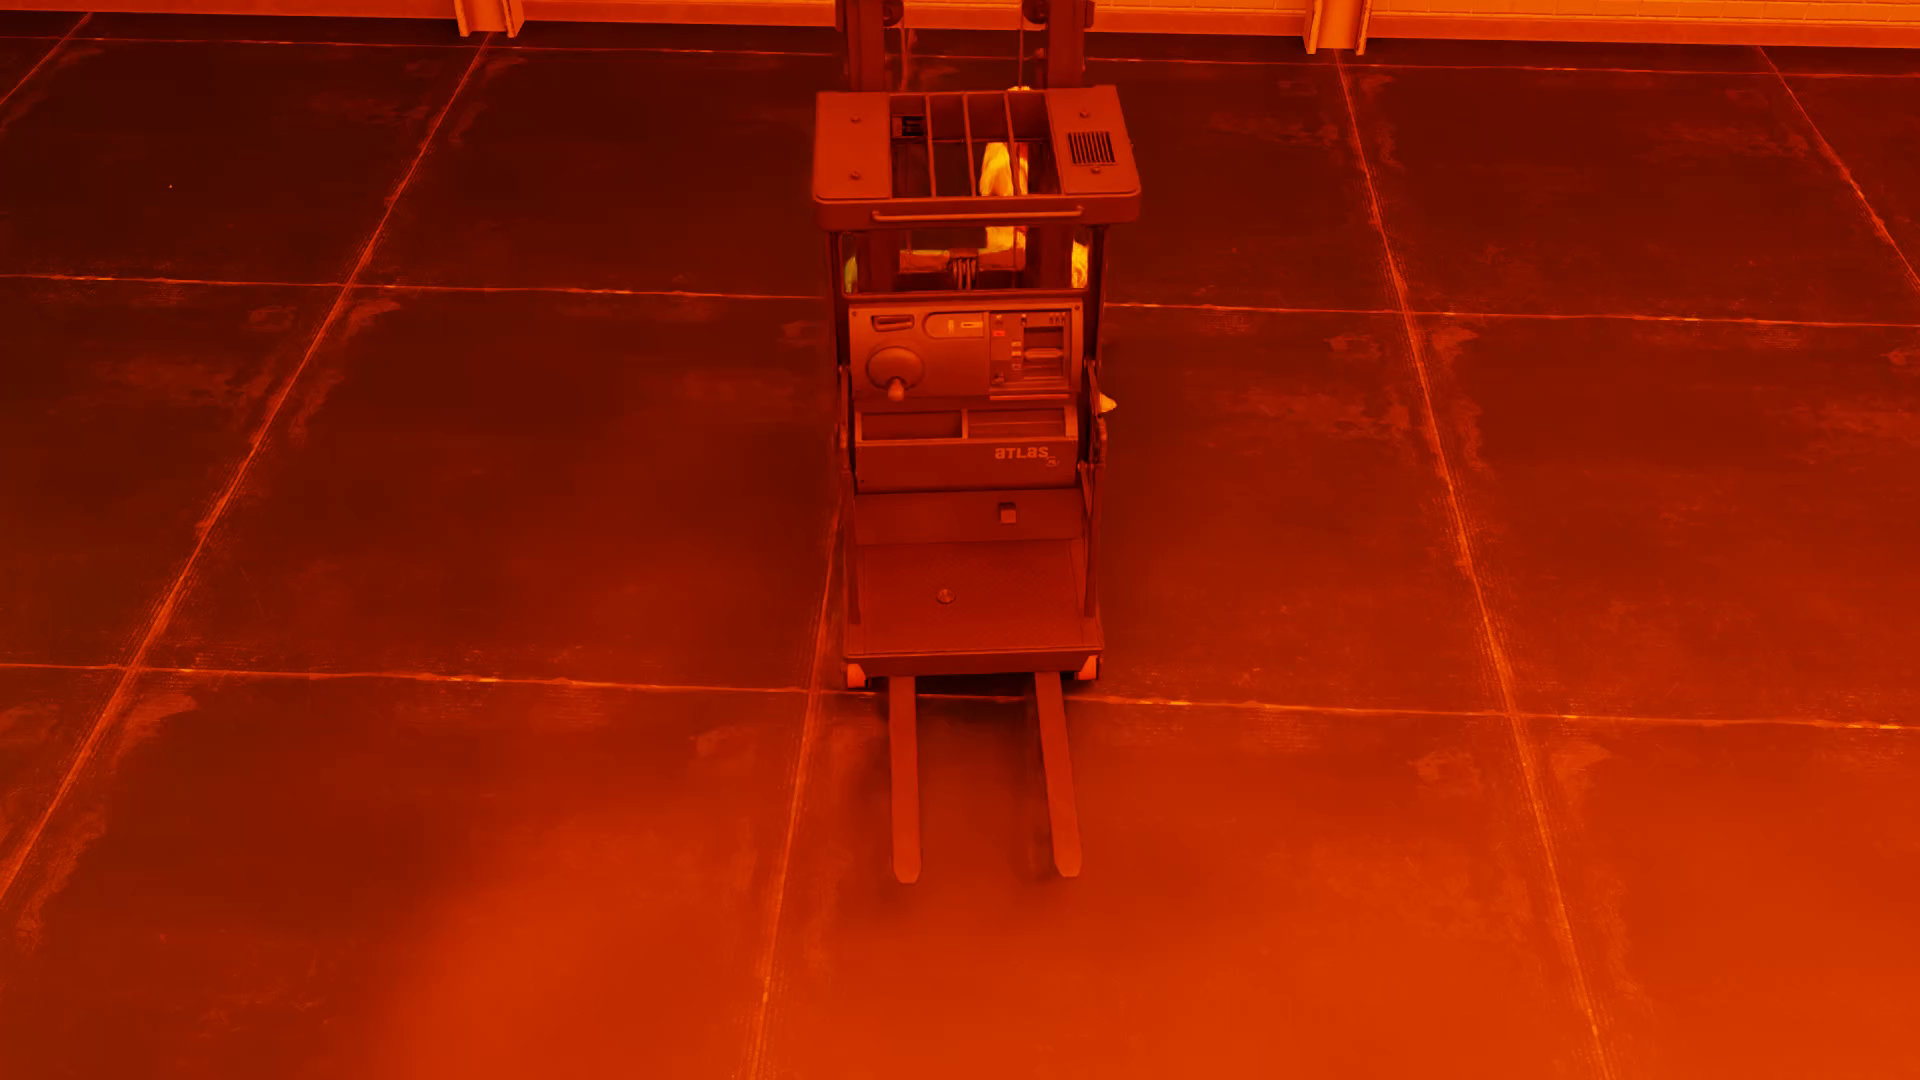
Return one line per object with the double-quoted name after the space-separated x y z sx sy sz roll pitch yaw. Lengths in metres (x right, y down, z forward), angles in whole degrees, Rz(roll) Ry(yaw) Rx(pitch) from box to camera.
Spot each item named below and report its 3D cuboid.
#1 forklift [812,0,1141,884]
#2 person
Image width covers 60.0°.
0.037 -0.670 6.476 1.130 2.935 3.031 -2 42 -2 "forklift"
0.480 -1.495 8.385 0.761 1.625 0.998 1 42 1 "person"
